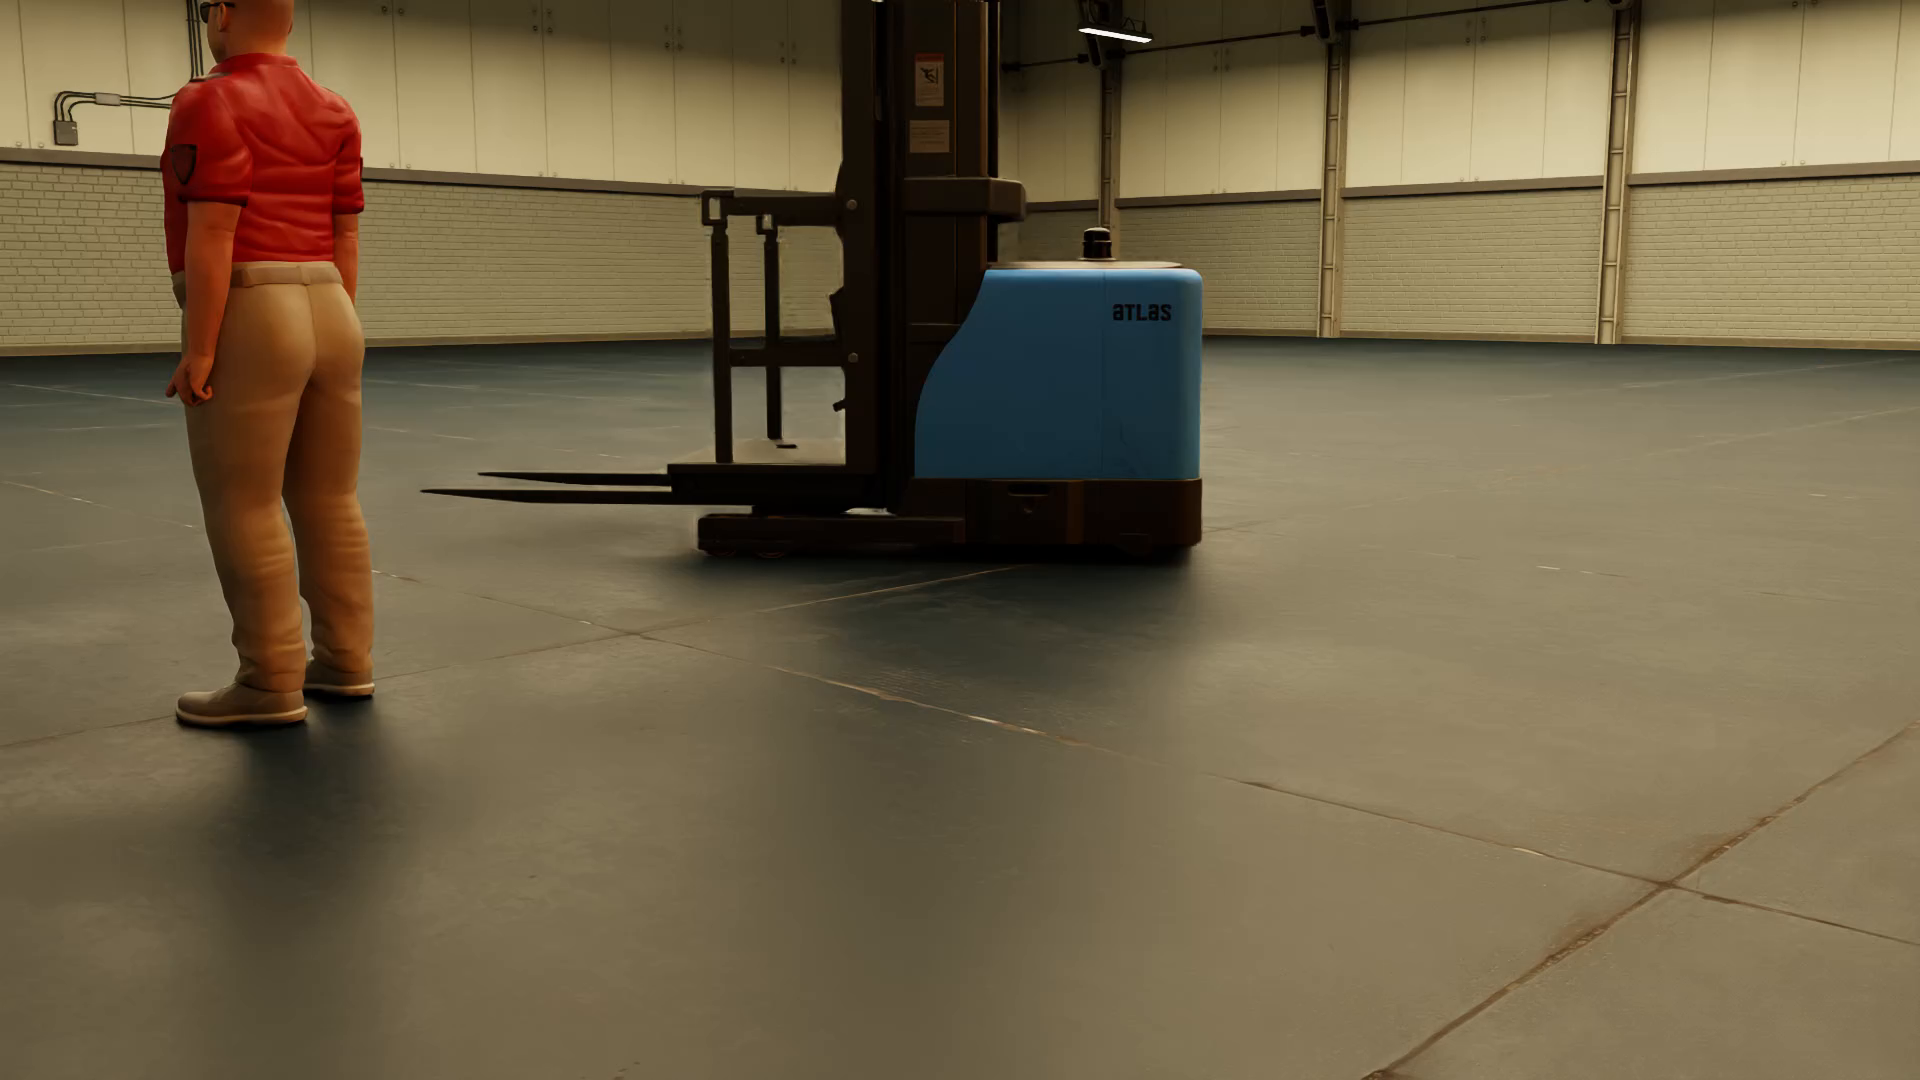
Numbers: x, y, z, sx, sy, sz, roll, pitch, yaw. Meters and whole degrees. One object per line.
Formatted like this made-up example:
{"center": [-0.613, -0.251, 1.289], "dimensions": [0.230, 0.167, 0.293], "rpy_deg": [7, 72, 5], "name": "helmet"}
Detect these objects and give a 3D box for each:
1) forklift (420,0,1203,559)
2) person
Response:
{"center": [-0.579, -1.454, 6.530], "dimensions": [3.031, 2.935, 1.130], "rpy_deg": [1, 9, 5], "name": "forklift"}
{"center": [-1.631, -0.444, 3.879], "dimensions": [0.389, 1.728, 0.528], "rpy_deg": [3, 9, 21], "name": "person"}
